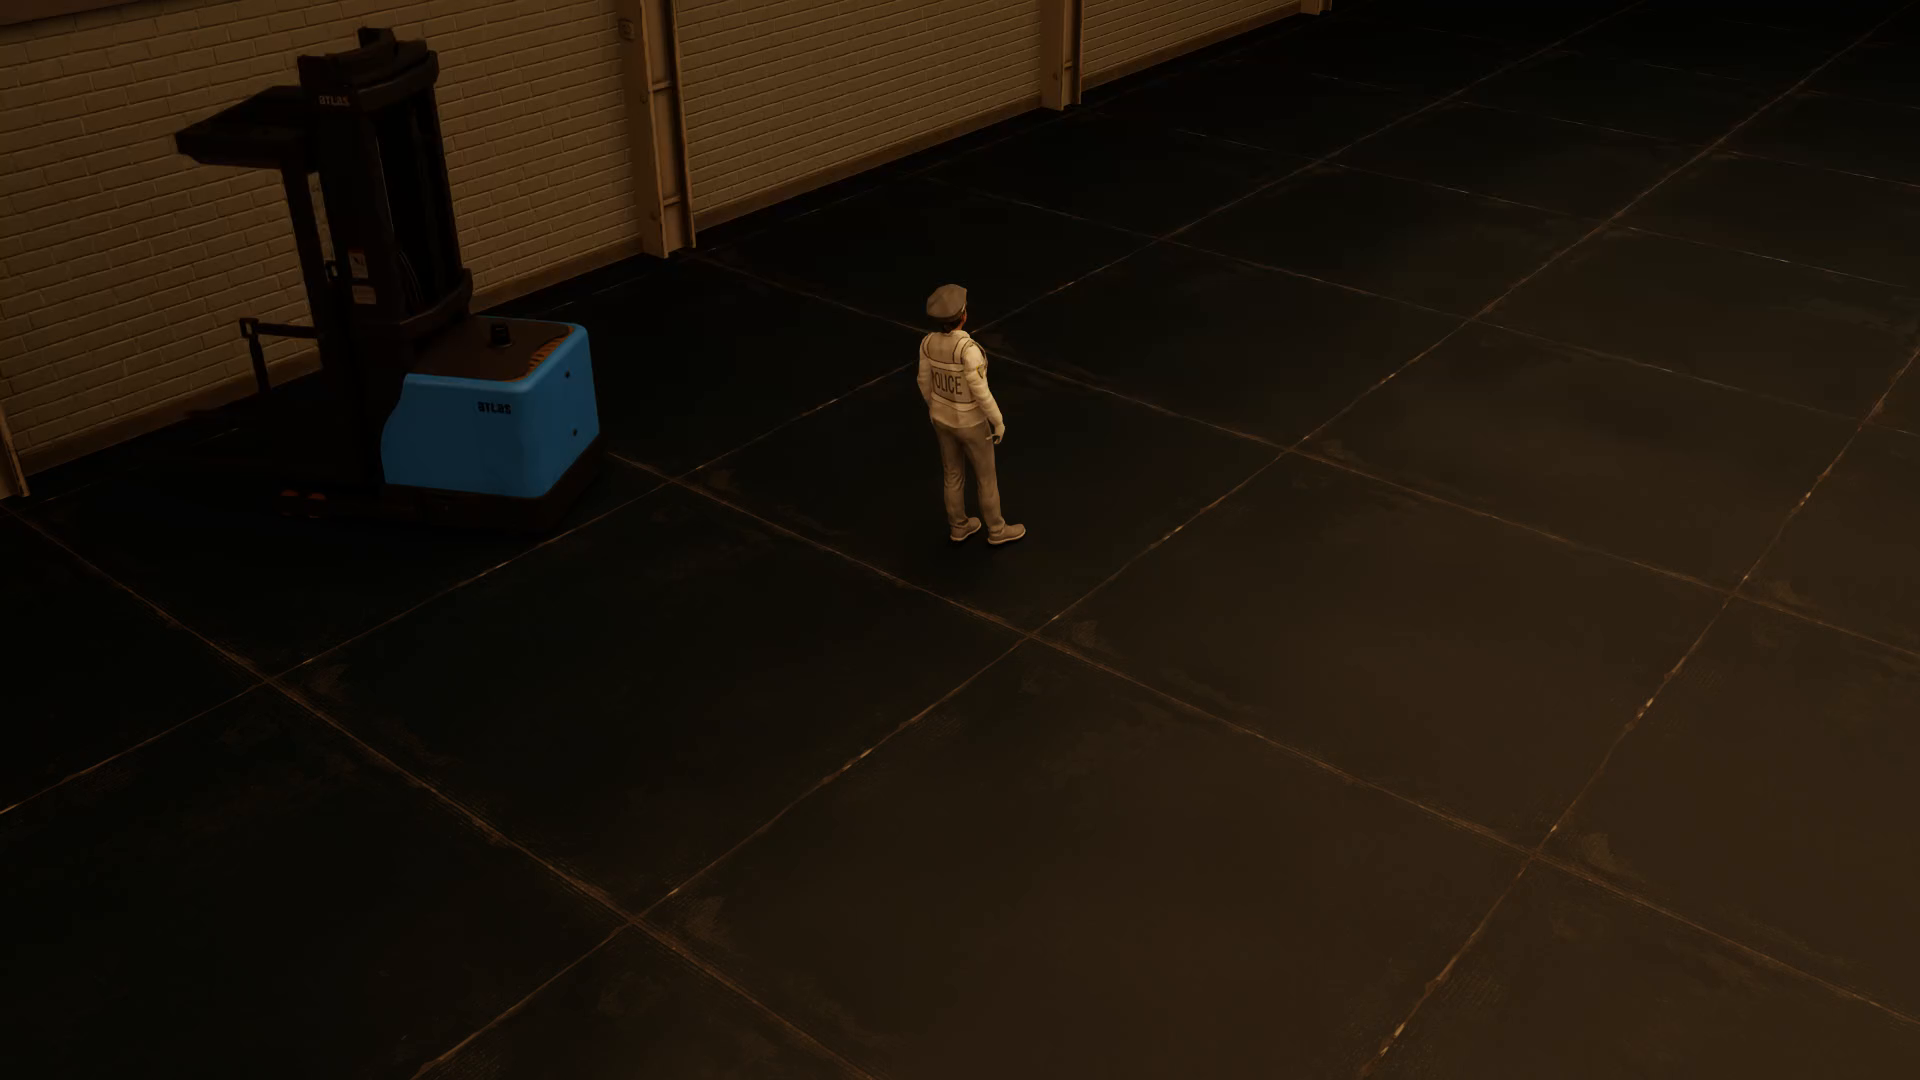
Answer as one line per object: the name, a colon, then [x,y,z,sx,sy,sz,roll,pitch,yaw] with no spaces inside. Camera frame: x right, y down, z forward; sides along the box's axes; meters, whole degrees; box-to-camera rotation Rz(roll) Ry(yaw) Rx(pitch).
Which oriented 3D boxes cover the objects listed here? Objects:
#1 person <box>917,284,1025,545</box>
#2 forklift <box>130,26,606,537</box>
person: [0.048,-0.763,10.111,0.586,1.694,0.532,22,37,33]
forklift: [-3.964,-1.654,10.425,3.031,2.935,1.130,6,31,10]
